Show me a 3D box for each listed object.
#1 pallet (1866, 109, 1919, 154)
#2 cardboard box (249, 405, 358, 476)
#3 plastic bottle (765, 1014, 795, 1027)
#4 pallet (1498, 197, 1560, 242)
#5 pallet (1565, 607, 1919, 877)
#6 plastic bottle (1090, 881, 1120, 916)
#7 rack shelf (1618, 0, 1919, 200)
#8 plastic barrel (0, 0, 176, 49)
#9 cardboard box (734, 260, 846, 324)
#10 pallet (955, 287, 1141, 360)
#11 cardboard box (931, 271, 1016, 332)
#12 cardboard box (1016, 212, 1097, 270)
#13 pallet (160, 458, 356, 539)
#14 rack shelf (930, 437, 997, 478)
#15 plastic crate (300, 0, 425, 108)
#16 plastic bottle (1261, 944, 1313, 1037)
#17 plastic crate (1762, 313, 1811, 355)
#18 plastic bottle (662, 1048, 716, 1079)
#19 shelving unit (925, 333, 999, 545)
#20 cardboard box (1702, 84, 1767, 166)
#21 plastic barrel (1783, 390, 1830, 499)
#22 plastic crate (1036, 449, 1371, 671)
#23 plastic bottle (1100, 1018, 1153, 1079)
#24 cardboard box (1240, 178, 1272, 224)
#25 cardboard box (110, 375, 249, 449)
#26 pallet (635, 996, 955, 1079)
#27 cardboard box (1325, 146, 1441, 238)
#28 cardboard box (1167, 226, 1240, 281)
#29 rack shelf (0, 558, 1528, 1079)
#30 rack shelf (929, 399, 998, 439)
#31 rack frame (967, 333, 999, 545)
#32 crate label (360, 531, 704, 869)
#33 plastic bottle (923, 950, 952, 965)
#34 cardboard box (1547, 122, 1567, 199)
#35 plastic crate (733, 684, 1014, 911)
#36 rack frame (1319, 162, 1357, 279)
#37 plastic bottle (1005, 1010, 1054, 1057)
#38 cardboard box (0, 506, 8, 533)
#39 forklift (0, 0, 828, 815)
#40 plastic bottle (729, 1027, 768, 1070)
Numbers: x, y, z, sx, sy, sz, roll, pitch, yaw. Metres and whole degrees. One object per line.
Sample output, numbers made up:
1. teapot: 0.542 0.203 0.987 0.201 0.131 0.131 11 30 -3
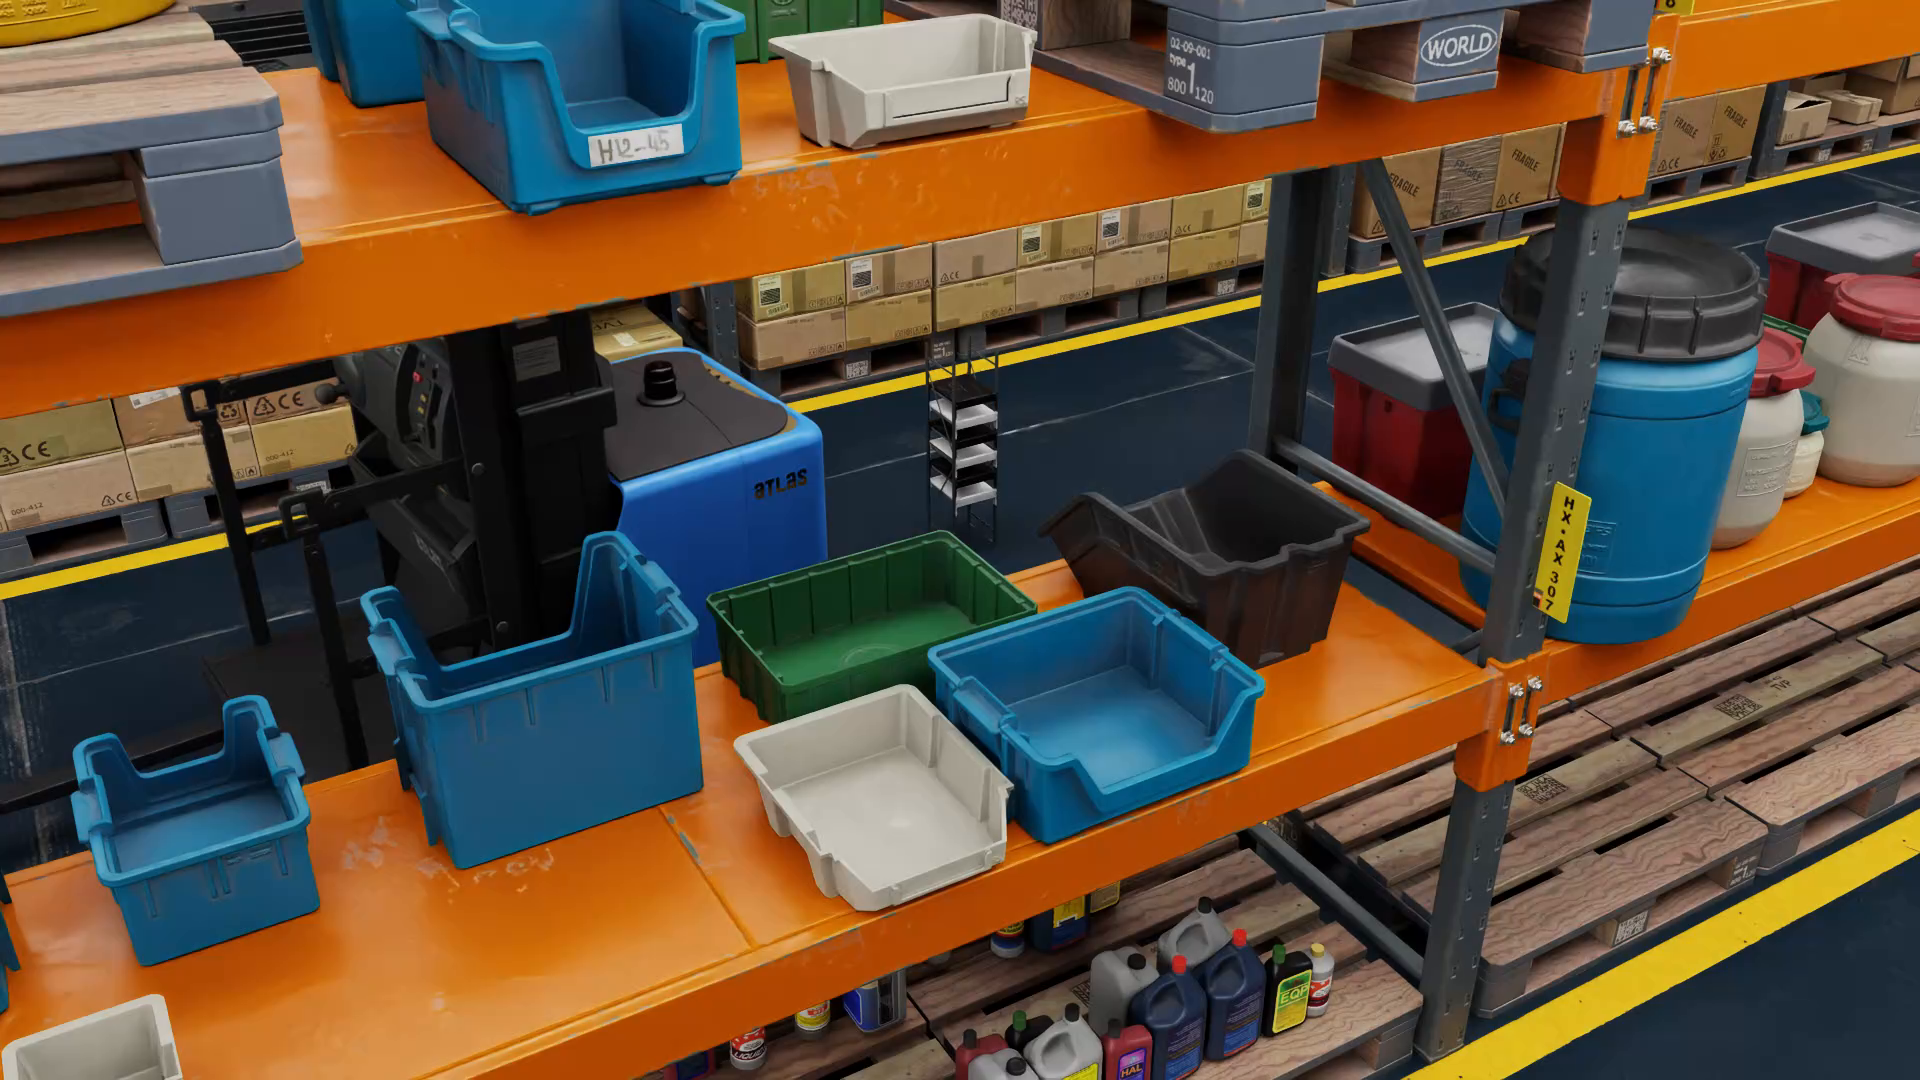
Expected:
1. pallet: 7.142 -3.350 13.103 1.213 0.211 1.003 -16 33 -26
2. cardboard box: -2.981 -0.551 7.555 0.500 0.250 0.500 -16 33 -26
3. plastic bottle: -0.491 1.107 4.425 0.185 0.351 0.144 -14 32 -24
4. pallet: 3.761 -2.367 11.320 1.213 0.211 1.003 -16 33 -26
5. pallet: 2.816 0.632 5.887 1.213 0.211 1.003 -16 33 -26
6. plastic bottle: 0.398 0.946 4.787 0.133 0.283 0.061 -16 33 -26
7. rack shelf: 2.830 -1.568 4.627 4.000 0.370 1.077 -16 33 -26
8. plastic barrel: -1.425 -1.013 2.247 0.600 0.588 0.600 0 29 0
9. cardboard box: -0.919 -1.368 8.455 0.500 0.311 0.500 -16 33 -26
10. pallet: 0.267 -1.421 9.607 1.213 0.211 1.003 -16 33 -26
11. cardboard box: -0.041 -1.373 9.044 0.500 0.250 0.500 -17 33 -28
12. cardboard box: 0.406 -1.745 9.137 0.500 0.311 0.500 -15 32 -25
13. pallet: -3.161 -0.446 7.840 1.213 0.211 1.003 -16 33 -26
14. rack shelf: 0.007 -0.367 7.052 0.200 0.077 0.258 -16 33 -26
15. plastic crate: -0.852 -1.000 2.869 0.575 0.384 0.392 -16 33 -26
16. plastic bottle: 0.858 1.171 4.379 0.133 0.283 0.061 -14 32 -24
17. plastic crate: 2.464 -0.531 5.328 0.662 0.188 0.450 -16 33 -26
18. plastic bottle: -0.697 1.257 4.223 0.133 0.283 0.061 -16 33 -26
19. shelving unit: 0.007 -0.396 7.036 0.210 0.900 0.258 -16 33 -26
20. cardboard box: 5.216 -2.961 11.643 0.500 0.500 0.500 -16 33 -27
21. plastic barrel: 2.324 -0.280 4.796 0.301 0.262 0.301 0 29 0
22. plastic crate: 0.589 0.022 4.170 0.504 0.338 0.767 -16 33 -26
23. plastic bottle: 0.411 1.298 4.149 0.133 0.283 0.061 -14 32 -23
24. cardboard box: 1.721 -2.119 9.815 0.500 0.311 0.500 -15 32 -25
25. cardboard box: -3.420 -0.763 7.164 0.500 0.500 0.500 -16 33 -26
26. pallet: -0.548 1.588 4.154 1.213 0.211 1.003 -16 33 -26
27. cardboard box: 2.585 -2.214 10.290 0.500 0.500 0.500 -14 32 -24
28. cardboard box: 1.275 -1.746 9.720 0.500 0.250 0.500 -16 33 -27
29. rack shelf: -0.619 0.724 3.578 4.000 0.370 1.077 -16 33 -26
30. rack shelf: 0.007 -0.524 6.965 0.200 0.077 0.258 -16 33 -26
31. rack frame: 0.095 -0.421 7.081 0.006 0.900 0.240 -16 33 -26
32. crate label: -0.894 0.320 3.529 0.616 0.435 0.502 -16 33 -26
33. plastic bottle: -0.072 1.044 4.622 0.097 0.271 0.097 0 29 0
34. cardboard box: 3.916 -2.596 10.980 0.500 0.500 0.500 -17 33 -28
35. plastic crate: -0.166 0.538 3.443 0.437 0.136 0.530 -16 33 -26
36. rack frame: 2.048 -3.124 9.806 0.127 3.000 1.000 -16 33 -26
37. plastic bottle: 0.178 1.284 4.176 0.133 0.283 0.061 -16 33 -26
38. cardboard box: -4.275 -0.184 6.890 0.500 0.250 0.500 -16 33 -26
39. forklift: -1.943 -0.492 5.108 3.031 2.935 1.130 -20 35 -32
40. plastic bottle: -0.552 1.262 4.299 0.097 0.201 0.097 0 29 0
